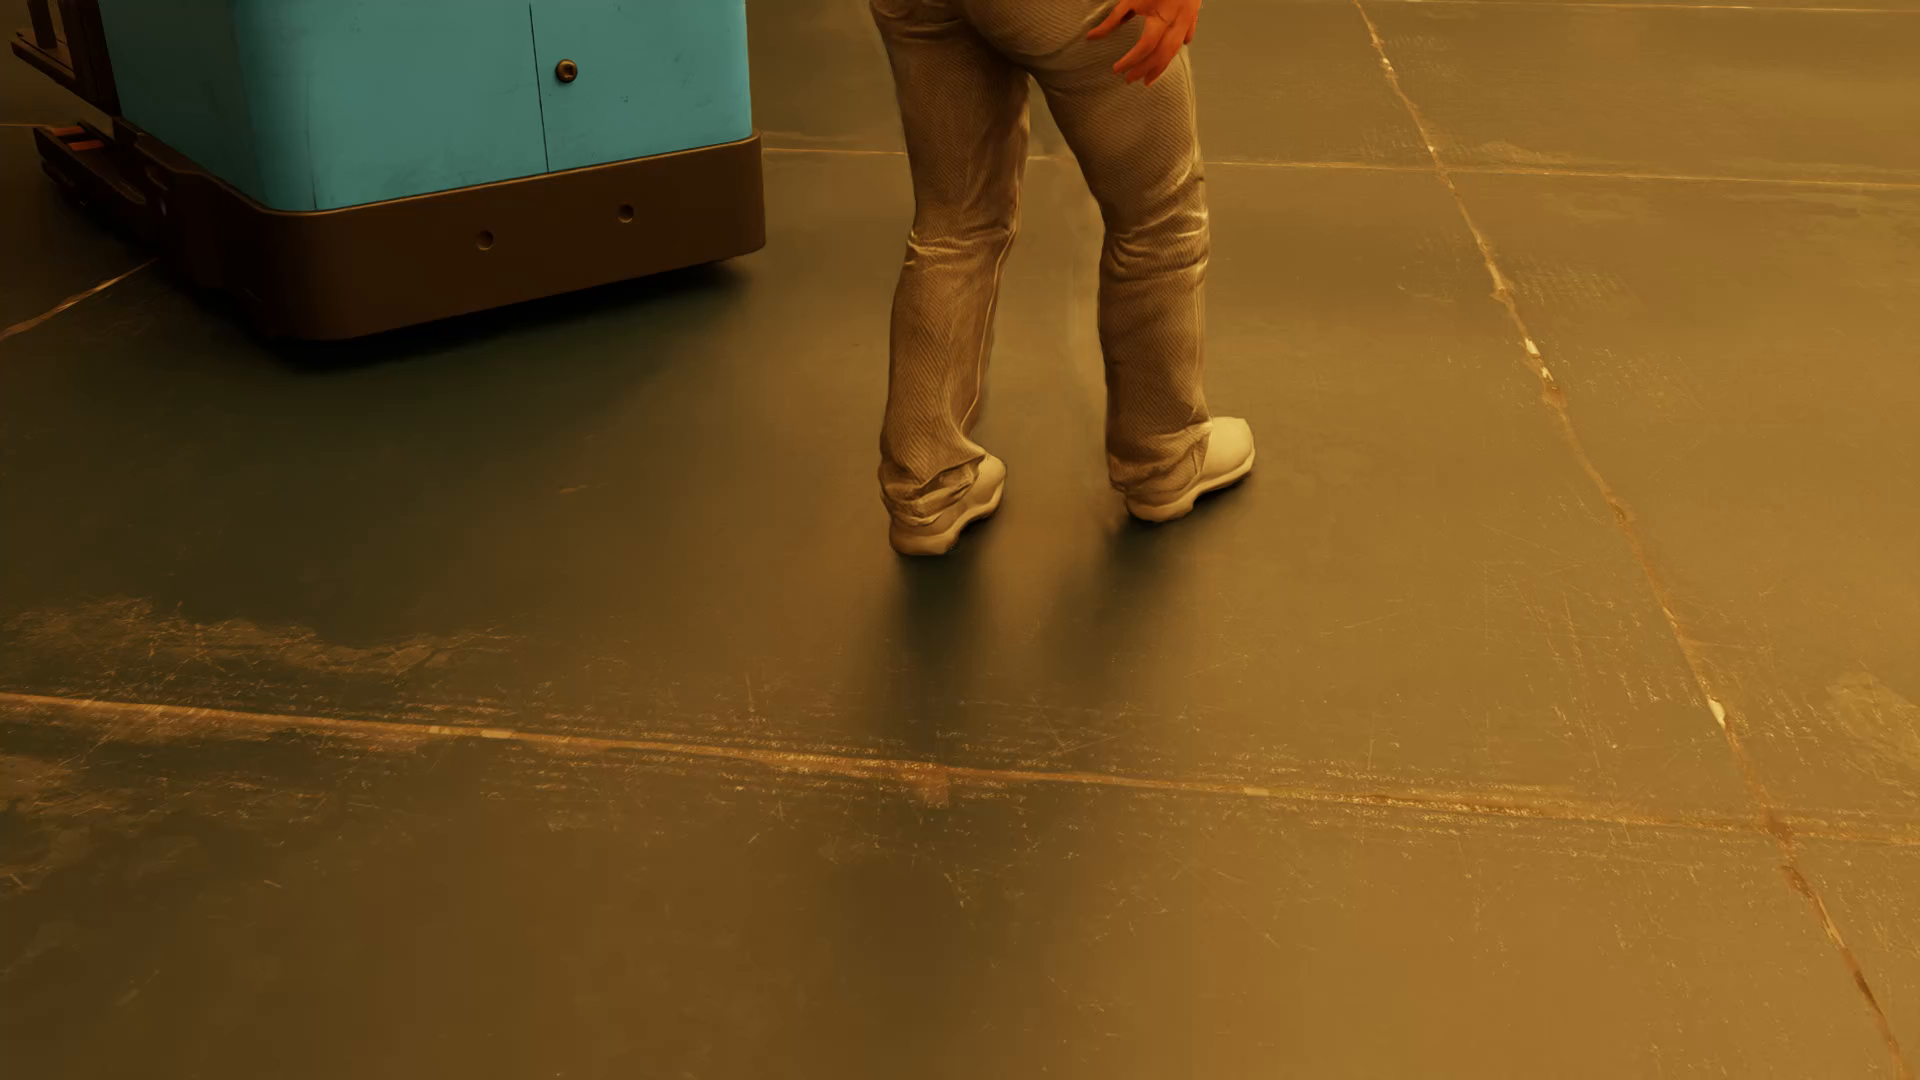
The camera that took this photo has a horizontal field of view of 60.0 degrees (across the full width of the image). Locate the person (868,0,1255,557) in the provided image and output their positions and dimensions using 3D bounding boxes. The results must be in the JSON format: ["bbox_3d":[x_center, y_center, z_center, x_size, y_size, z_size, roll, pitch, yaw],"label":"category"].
[{"bbox_3d":[0.150,-0.846,2.244,0.669,1.756,0.652,23,35,39],"label":"person"}]

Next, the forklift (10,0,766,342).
[{"bbox_3d":[-1.734,-2.269,3.766,1.130,2.935,3.031,-20,33,-34],"label":"forklift"}]
